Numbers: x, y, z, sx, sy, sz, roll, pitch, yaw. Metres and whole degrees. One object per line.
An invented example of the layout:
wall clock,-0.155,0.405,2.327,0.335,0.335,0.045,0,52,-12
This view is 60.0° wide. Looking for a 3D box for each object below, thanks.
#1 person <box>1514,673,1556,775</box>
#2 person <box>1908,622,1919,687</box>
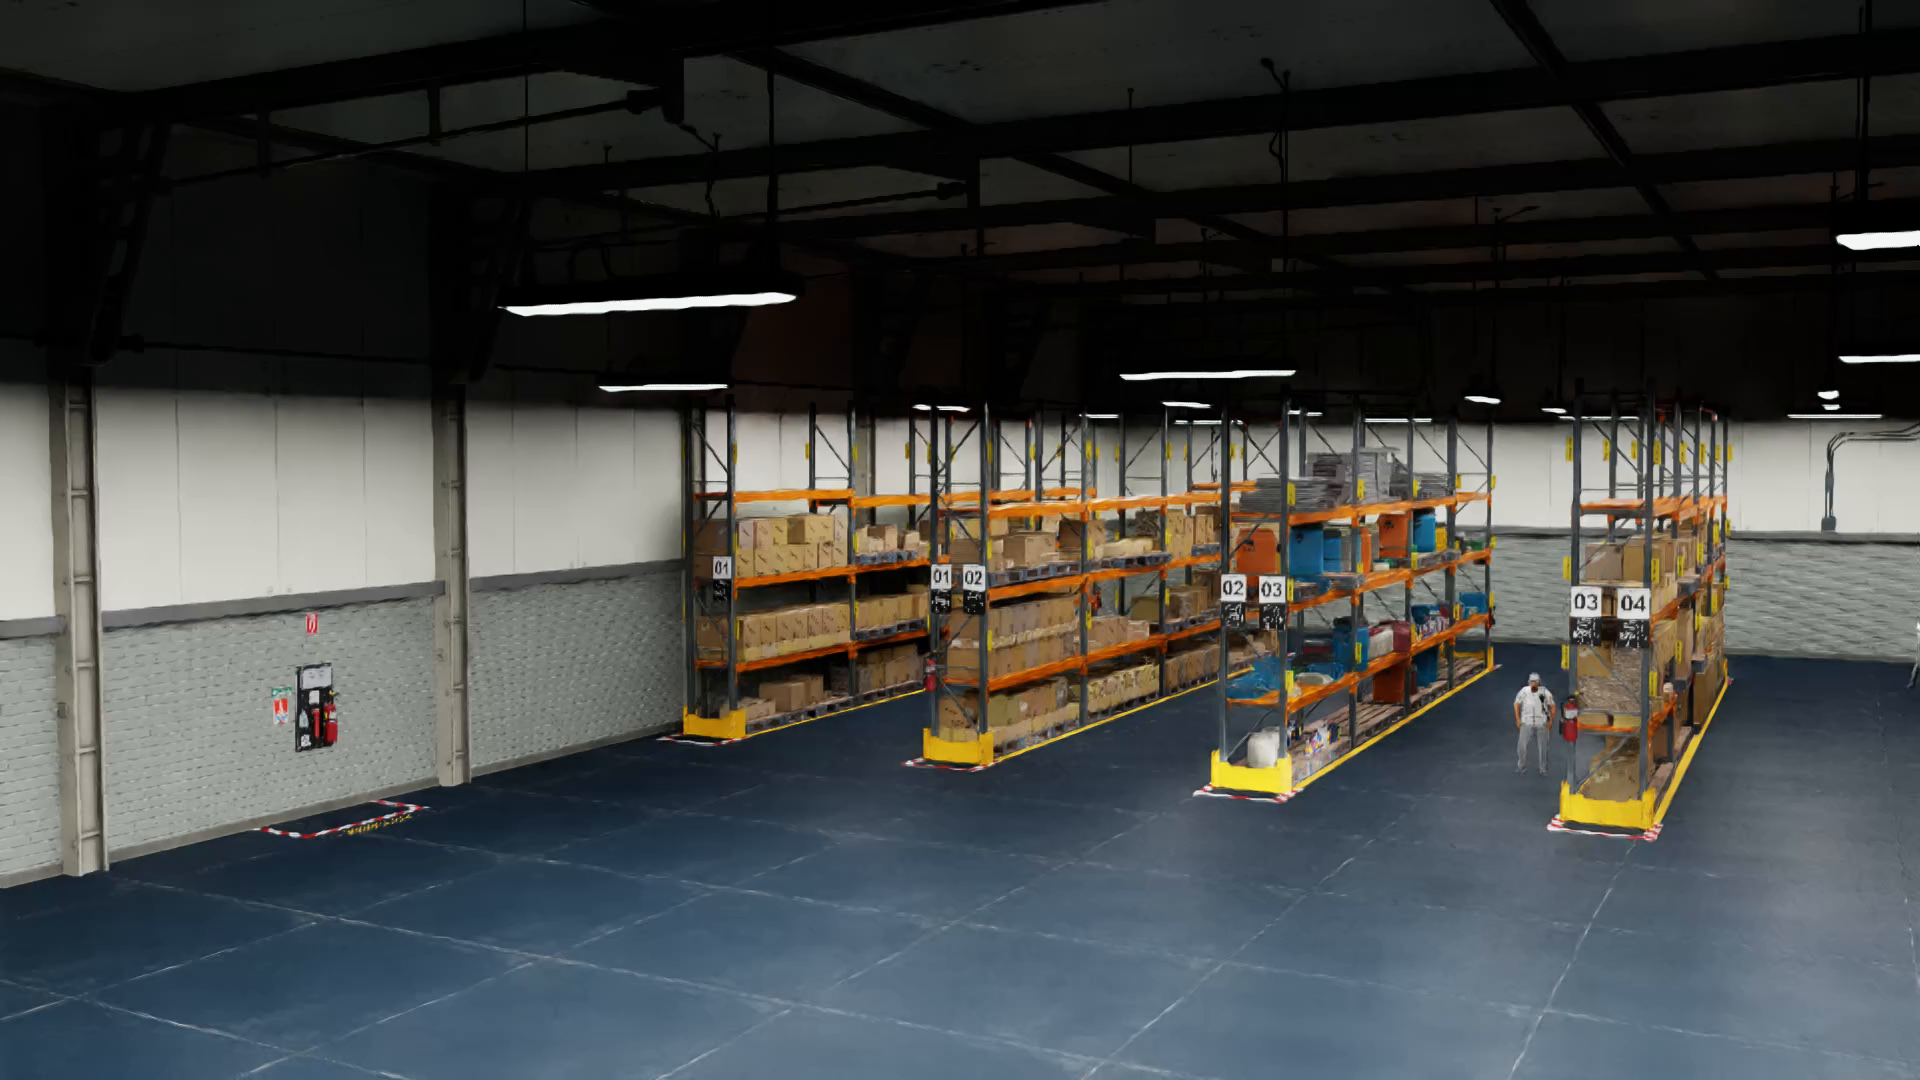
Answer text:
person,8.910,2.847,25.799,0.625,1.611,0.575,1,3,26
person,20.519,2.298,35.421,0.634,1.678,0.405,-2,3,-28
